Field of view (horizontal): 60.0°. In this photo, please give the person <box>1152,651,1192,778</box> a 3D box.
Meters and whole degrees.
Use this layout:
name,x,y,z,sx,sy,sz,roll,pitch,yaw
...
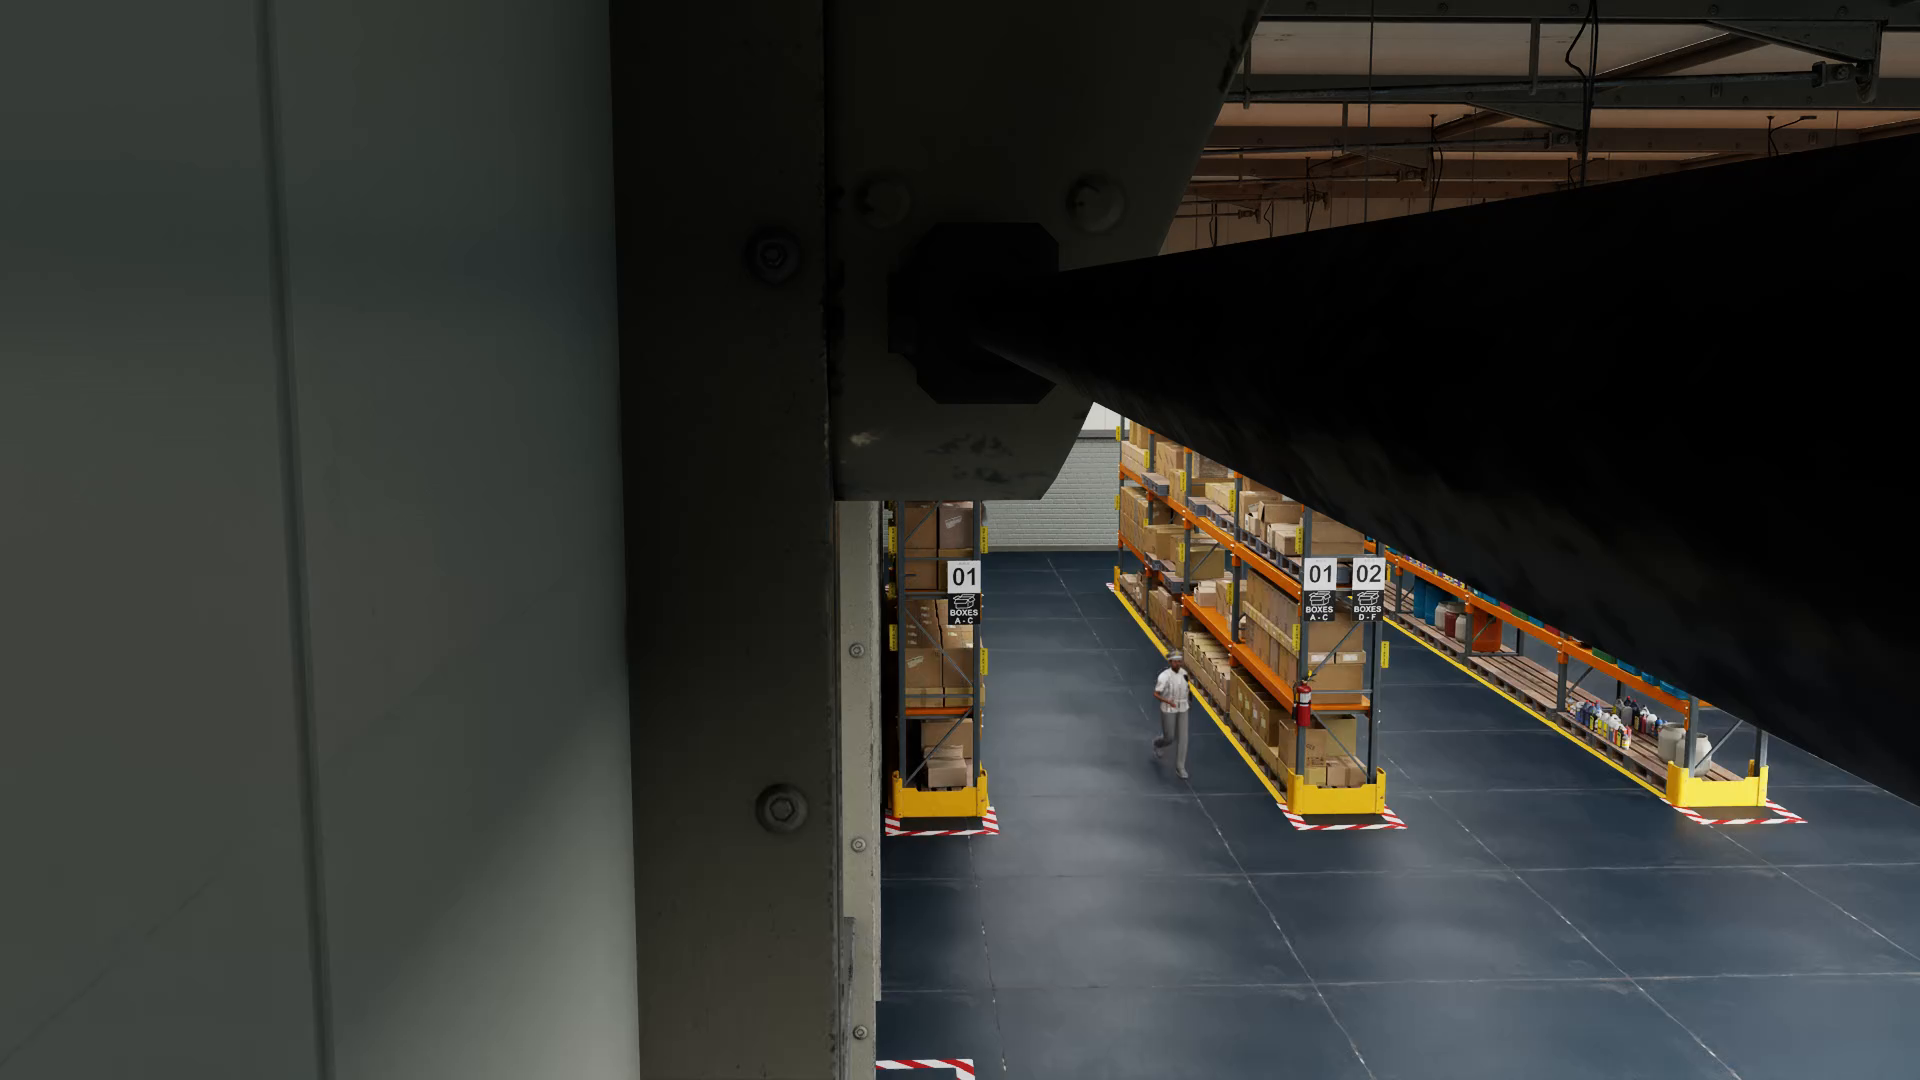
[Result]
name,x,y,z,sx,sy,sz,roll,pitch,yaw
person,2.879,2.291,22.323,0.581,1.673,0.887,-3,9,-18
